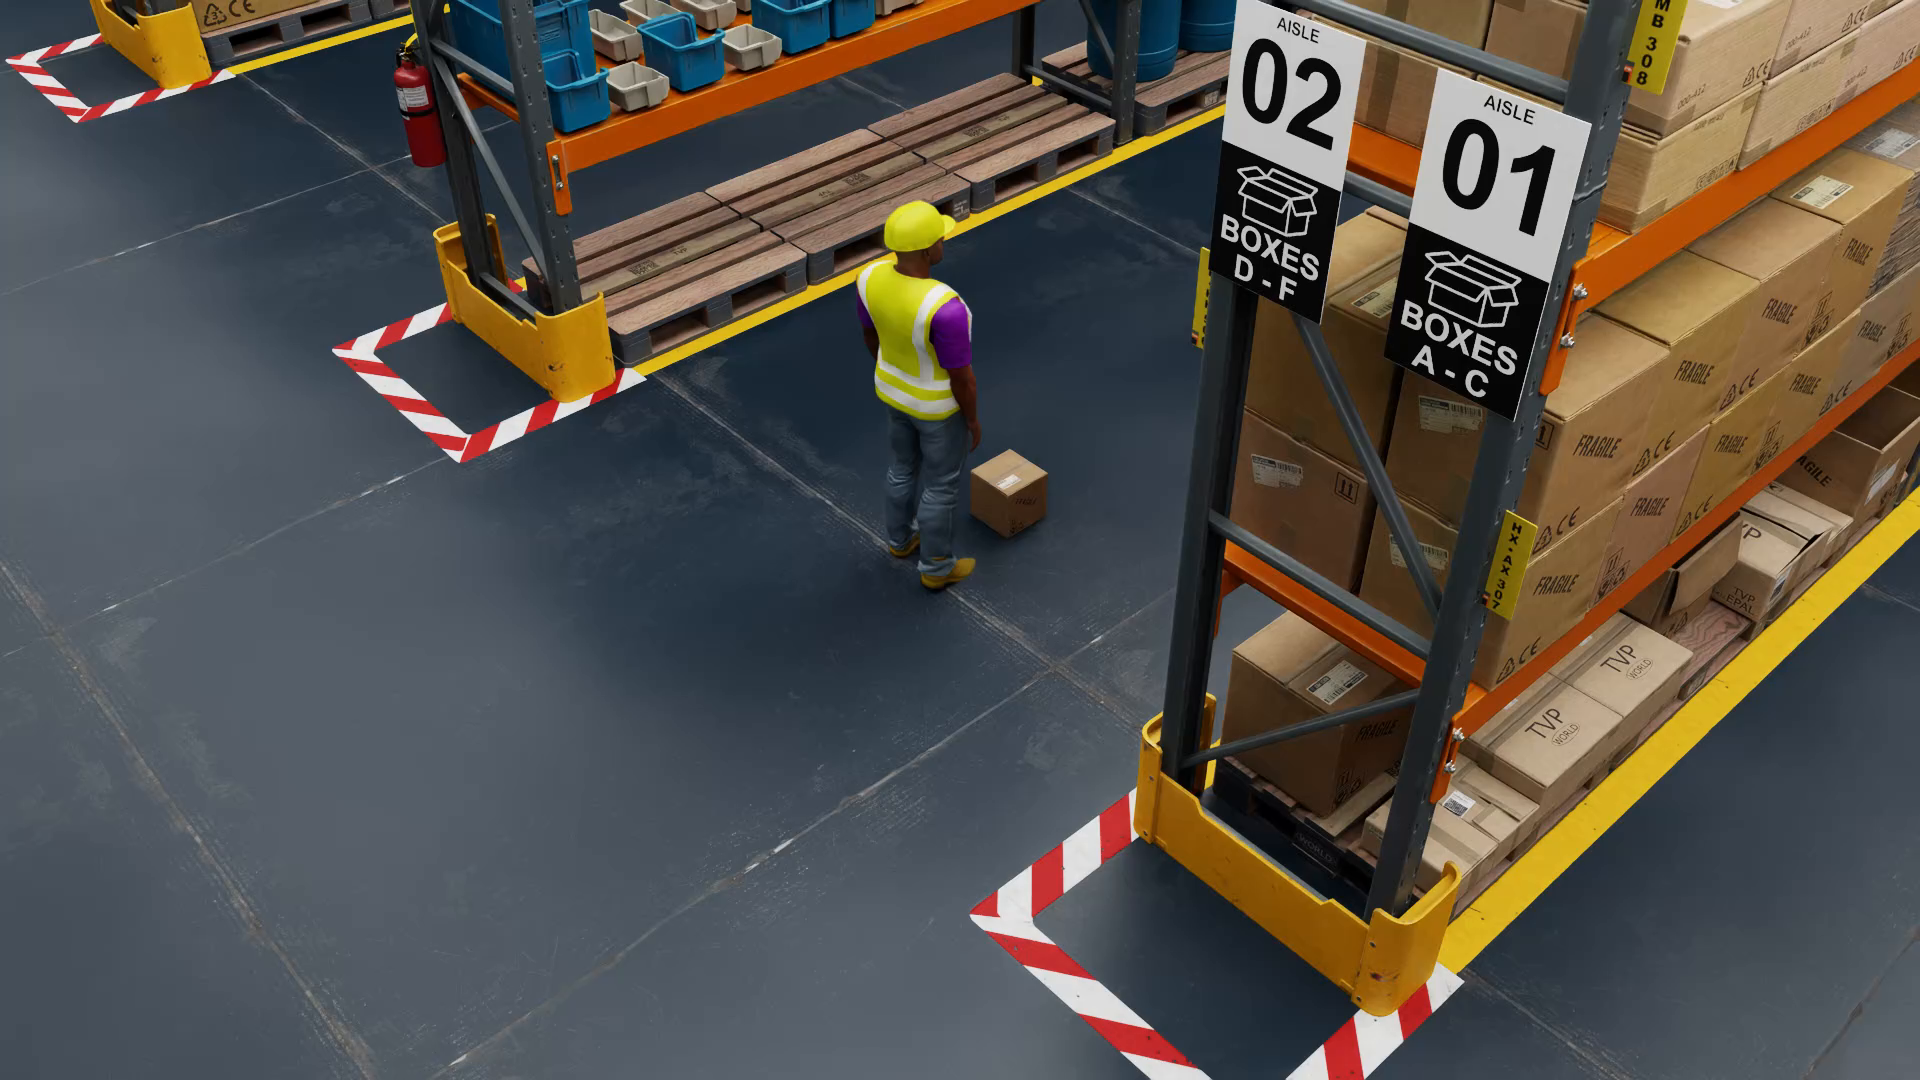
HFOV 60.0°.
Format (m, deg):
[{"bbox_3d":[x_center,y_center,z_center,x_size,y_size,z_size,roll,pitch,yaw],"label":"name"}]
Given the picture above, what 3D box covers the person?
[{"bbox_3d":[-0.146,-0.595,6.860,0.631,1.804,0.403,30,48,31],"label":"person"}]
